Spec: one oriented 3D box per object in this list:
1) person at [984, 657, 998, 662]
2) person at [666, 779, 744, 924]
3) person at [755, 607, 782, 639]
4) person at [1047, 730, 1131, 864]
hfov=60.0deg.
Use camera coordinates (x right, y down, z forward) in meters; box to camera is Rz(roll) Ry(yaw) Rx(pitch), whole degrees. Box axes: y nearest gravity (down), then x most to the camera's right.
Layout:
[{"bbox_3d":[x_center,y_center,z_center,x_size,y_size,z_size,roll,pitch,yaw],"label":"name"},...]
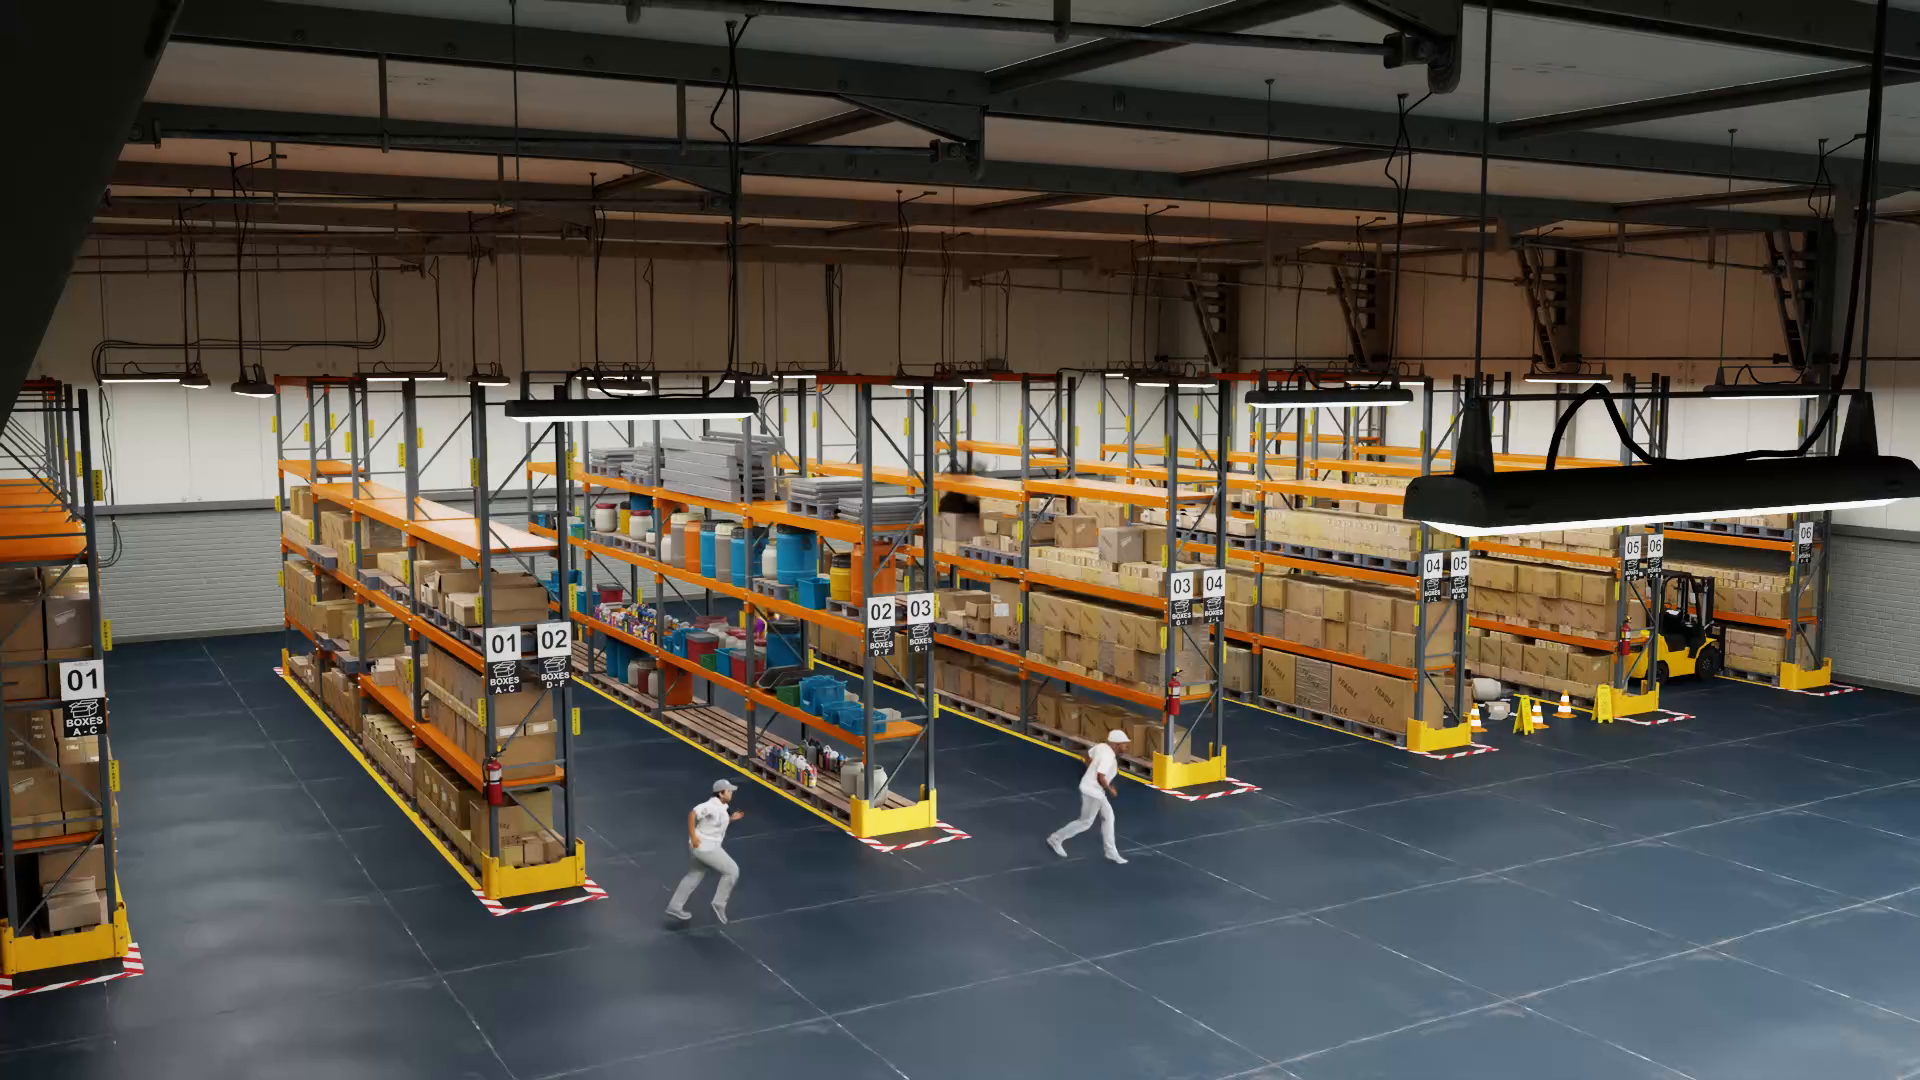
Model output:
[{"bbox_3d":[0.706,1.697,33.328,0.575,1.564,0.535,-5,8,-37],"label":"person"},{"bbox_3d":[-2.856,3.491,18.645,0.878,1.638,0.595,-1,6,-9],"label":"person"},{"bbox_3d":[-3.548,2.003,31.522,0.672,1.720,0.657,-4,7,-32],"label":"person"},{"bbox_3d":[1.613,3.230,20.875,1.047,1.713,0.734,-1,6,-6],"label":"person"}]
